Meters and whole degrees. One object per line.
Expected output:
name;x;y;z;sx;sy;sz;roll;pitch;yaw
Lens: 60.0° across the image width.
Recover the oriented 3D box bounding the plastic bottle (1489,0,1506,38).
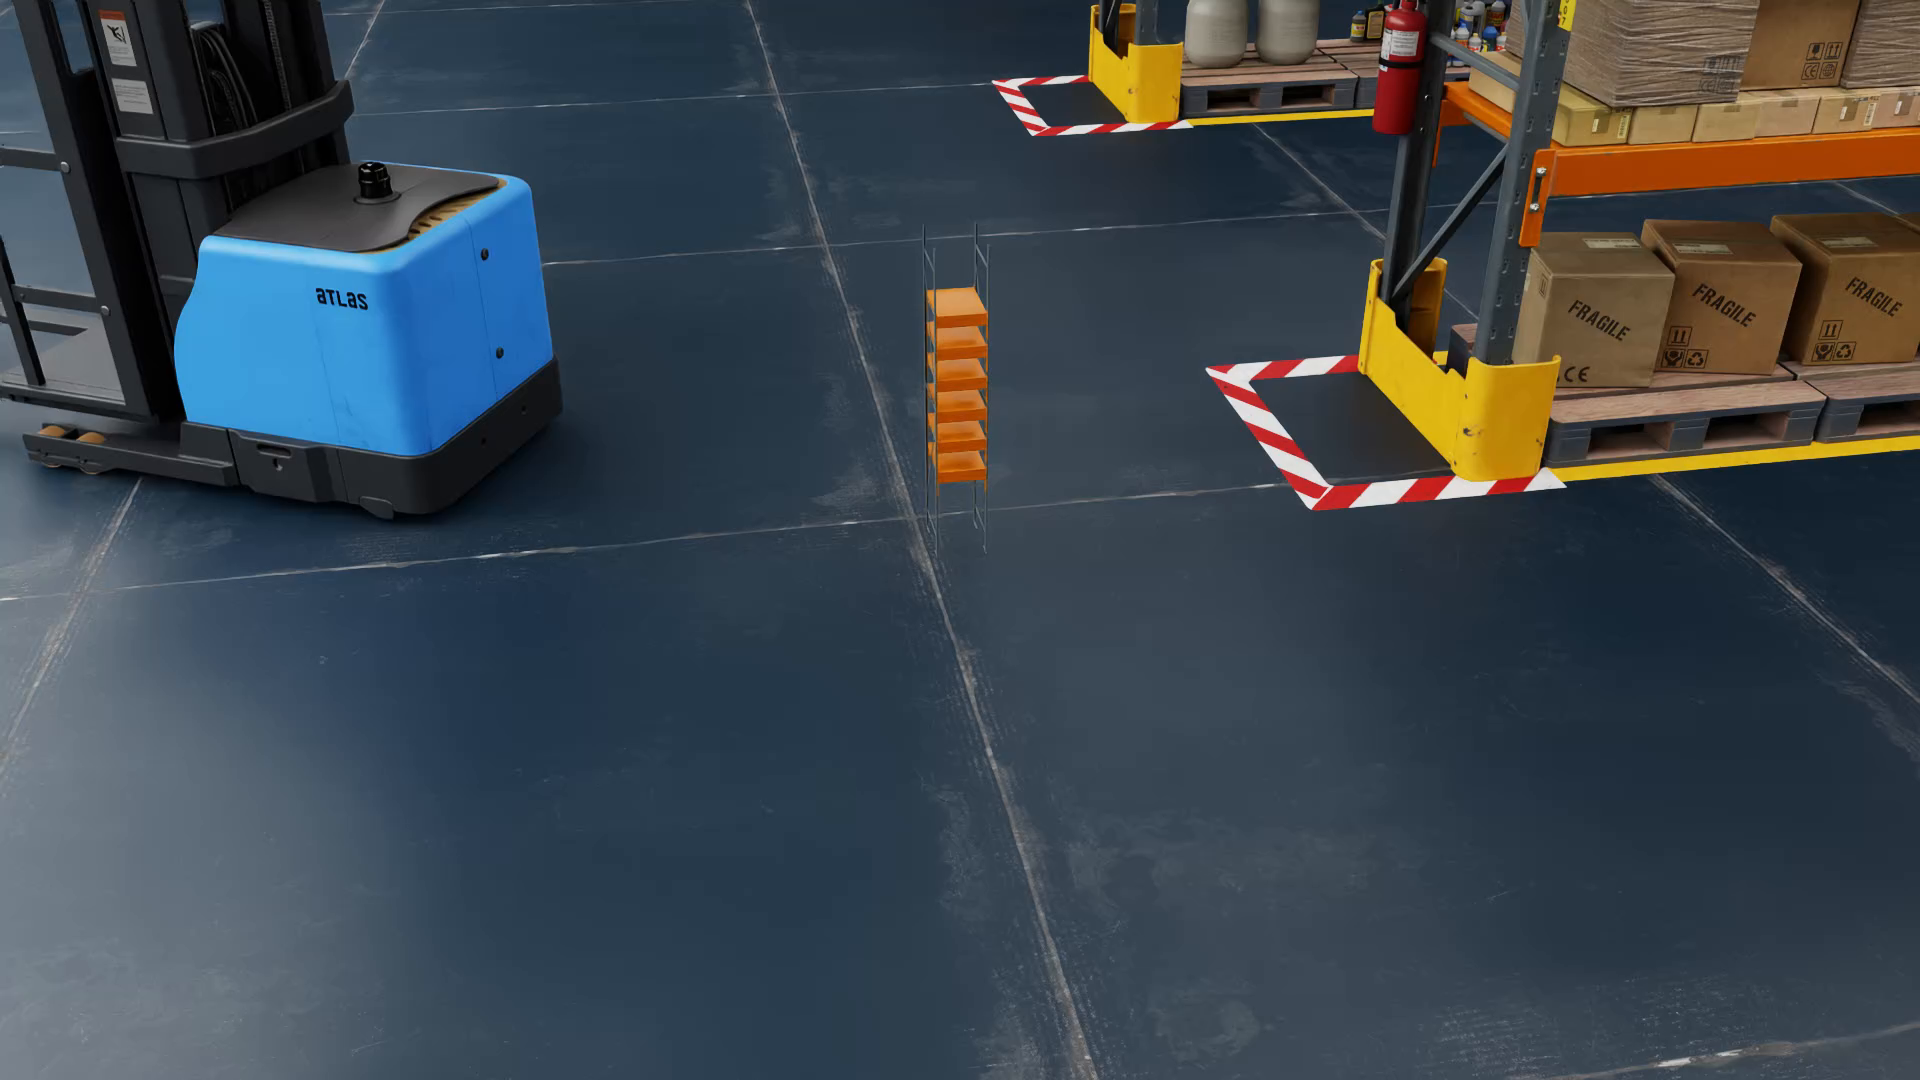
plastic bottle;3.853;-3.752;11.930;0.097;0.271;0.097;0;30;0

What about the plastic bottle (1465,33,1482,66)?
plastic bottle;3.483;-3.333;11.285;0.097;0.201;0.097;0;30;0

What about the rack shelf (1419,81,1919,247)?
rack shelf;3.970;-1.693;6.879;4.000;0.370;1.077;-5;31;-9

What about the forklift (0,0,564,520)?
forklift;-3.256;-1.770;6.368;3.031;2.935;1.130;9;32;15

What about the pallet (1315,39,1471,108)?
pallet;3.174;-3.299;11.653;1.213;0.211;1.003;-5;31;-9

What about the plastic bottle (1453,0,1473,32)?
plastic bottle;3.572;-3.780;11.898;0.185;0.351;0.144;-6;31;-9

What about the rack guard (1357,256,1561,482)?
rack guard;2.077;-0.750;7.032;0.348;0.500;1.175;-5;31;-9

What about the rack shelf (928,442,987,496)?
rack shelf;-0.014;-0.271;6.088;0.180;0.103;0.258;-5;31;-9

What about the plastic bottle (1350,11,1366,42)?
plastic bottle;2.838;-3.659;11.841;0.097;0.201;0.097;0;30;0

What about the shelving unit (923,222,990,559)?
shelving unit;-0.014;-0.516;5.944;0.189;1.200;0.258;-5;31;-9

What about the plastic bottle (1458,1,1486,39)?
plastic bottle;3.624;-3.676;11.795;0.135;0.276;0.152;-5;31;-9

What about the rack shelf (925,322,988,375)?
rack shelf;-0.014;-0.684;5.844;0.180;0.103;0.258;-5;31;-9

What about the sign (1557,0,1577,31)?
sign;2.100;-1.923;5.707;0.005;0.325;0.100;-5;31;-9

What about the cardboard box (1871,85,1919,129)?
cardboard box;3.554;-1.737;6.492;0.250;0.149;0.380;-5;31;-9

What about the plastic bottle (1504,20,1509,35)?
plastic bottle;3.796;-3.408;11.340;0.135;0.276;0.152;-5;31;-8

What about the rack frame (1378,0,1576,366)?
rack frame;2.002;-1.820;6.386;0.127;3.000;1.000;-5;31;-9

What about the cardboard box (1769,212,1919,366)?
cardboard box;3.821;-1.092;7.199;0.500;0.500;0.500;-3;31;-4

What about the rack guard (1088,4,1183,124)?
rack guard;1.177;-3.243;11.271;0.348;0.500;1.175;-5;31;-9

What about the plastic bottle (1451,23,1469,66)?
plastic bottle;3.385;-3.354;11.252;0.097;0.271;0.097;0;30;0

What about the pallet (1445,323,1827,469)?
pallet;2.883;-0.682;7.201;1.213;0.211;1.003;-5;31;-9

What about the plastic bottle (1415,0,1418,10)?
plastic bottle;3.227;-3.713;11.859;0.135;0.276;0.152;-6;31;-10

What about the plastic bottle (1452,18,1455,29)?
plastic bottle;3.454;-3.642;11.812;0.097;0.201;0.097;0;30;0

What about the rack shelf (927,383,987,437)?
rack shelf;-0.014;-0.478;5.966;0.180;0.103;0.258;-5;31;-9

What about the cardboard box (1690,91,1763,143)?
cardboard box;2.824;-1.648;6.341;0.250;0.149;0.380;-5;31;-9

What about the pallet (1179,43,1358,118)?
pallet;1.977;-3.190;11.466;1.213;0.211;1.003;-5;31;-9

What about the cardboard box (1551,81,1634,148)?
cardboard box;2.326;-1.619;6.292;0.250;0.149;0.380;-5;31;-9

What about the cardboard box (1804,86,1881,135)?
cardboard box;3.313;-1.700;6.430;0.250;0.149;0.380;-5;31;-9

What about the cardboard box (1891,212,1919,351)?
cardboard box;4.378;-1.120;7.248;0.500;0.500;0.500;-8;31;-13

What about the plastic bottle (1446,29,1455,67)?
plastic bottle;3.287;-3.345;11.237;0.097;0.271;0.097;0;30;0

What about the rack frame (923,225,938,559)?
rack frame;-0.104;-0.508;5.929;0.006;1.200;0.240;-5;31;-9

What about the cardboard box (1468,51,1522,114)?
cardboard box;2.246;-1.841;6.669;0.250;0.149;0.380;-5;31;-9

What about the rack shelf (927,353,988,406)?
rack shelf;-0.014;-0.581;5.905;0.180;0.103;0.258;-5;31;-9

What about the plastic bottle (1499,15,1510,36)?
plastic bottle;3.777;-3.464;11.428;0.133;0.283;0.061;-5;31;-9

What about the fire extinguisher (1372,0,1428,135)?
fire extinguisher;1.807;-2.006;6.779;0.183;0.674;0.296;-5;31;-9

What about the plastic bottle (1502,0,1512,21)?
plastic bottle;3.991;-3.819;11.964;0.185;0.351;0.144;-7;31;-11

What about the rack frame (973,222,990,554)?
rack frame;0.076;-0.524;5.958;0.006;1.200;0.240;-5;31;-9

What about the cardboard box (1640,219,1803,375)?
cardboard box;3.202;-1.044;7.118;0.500;0.500;0.500;2;31;4

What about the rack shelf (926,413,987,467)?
rack shelf;-0.014;-0.374;6.027;0.180;0.103;0.258;-5;31;-9

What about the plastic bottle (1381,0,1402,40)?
plastic bottle;3.091;-3.701;11.838;0.135;0.276;0.152;-5;31;-9

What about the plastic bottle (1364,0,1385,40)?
plastic bottle;2.950;-3.714;11.854;0.133;0.283;0.061;-5;31;-8

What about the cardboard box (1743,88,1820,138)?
cardboard box;3.066;-1.681;6.397;0.250;0.149;0.380;-5;31;-9

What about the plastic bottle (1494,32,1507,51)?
plastic bottle;3.685;-3.351;11.317;0.097;0.201;0.097;0;30;0

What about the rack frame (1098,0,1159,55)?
rack frame;1.110;-4.290;10.586;0.127;3.000;1.000;-5;31;-9

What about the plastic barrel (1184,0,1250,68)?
plastic barrel;1.744;-3.496;11.277;0.421;0.512;0.421;0;30;0

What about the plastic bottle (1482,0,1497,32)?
plastic bottle;3.821;-3.795;11.991;0.133;0.283;0.061;-4;31;-7

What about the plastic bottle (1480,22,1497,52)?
plastic bottle;3.585;-3.372;11.284;0.097;0.271;0.097;0;30;0

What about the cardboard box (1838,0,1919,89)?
cardboard box;3.518;-2.158;6.568;0.500;0.500;0.875;-5;31;-9

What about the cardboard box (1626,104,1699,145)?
cardboard box;2.575;-1.632;6.315;0.250;0.149;0.380;-5;31;-9

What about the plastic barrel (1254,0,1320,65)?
plastic barrel;2.237;-3.542;11.355;0.421;0.512;0.421;0;30;0

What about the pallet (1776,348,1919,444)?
pallet;4.080;-0.791;7.388;1.213;0.211;1.003;-5;31;-9

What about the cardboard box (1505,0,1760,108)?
cardboard box;2.548;-2.028;6.348;0.500;0.500;0.875;-5;31;-9

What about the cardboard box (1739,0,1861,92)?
cardboard box;3.019;-2.134;6.527;0.500;0.500;0.875;-5;31;-9

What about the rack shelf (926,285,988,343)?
rack shelf;-0.014;-0.788;5.784;0.180;0.103;0.258;-5;31;-9

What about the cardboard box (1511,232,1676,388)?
cardboard box;2.620;-0.972;6.996;0.500;0.500;0.500;0;30;0
